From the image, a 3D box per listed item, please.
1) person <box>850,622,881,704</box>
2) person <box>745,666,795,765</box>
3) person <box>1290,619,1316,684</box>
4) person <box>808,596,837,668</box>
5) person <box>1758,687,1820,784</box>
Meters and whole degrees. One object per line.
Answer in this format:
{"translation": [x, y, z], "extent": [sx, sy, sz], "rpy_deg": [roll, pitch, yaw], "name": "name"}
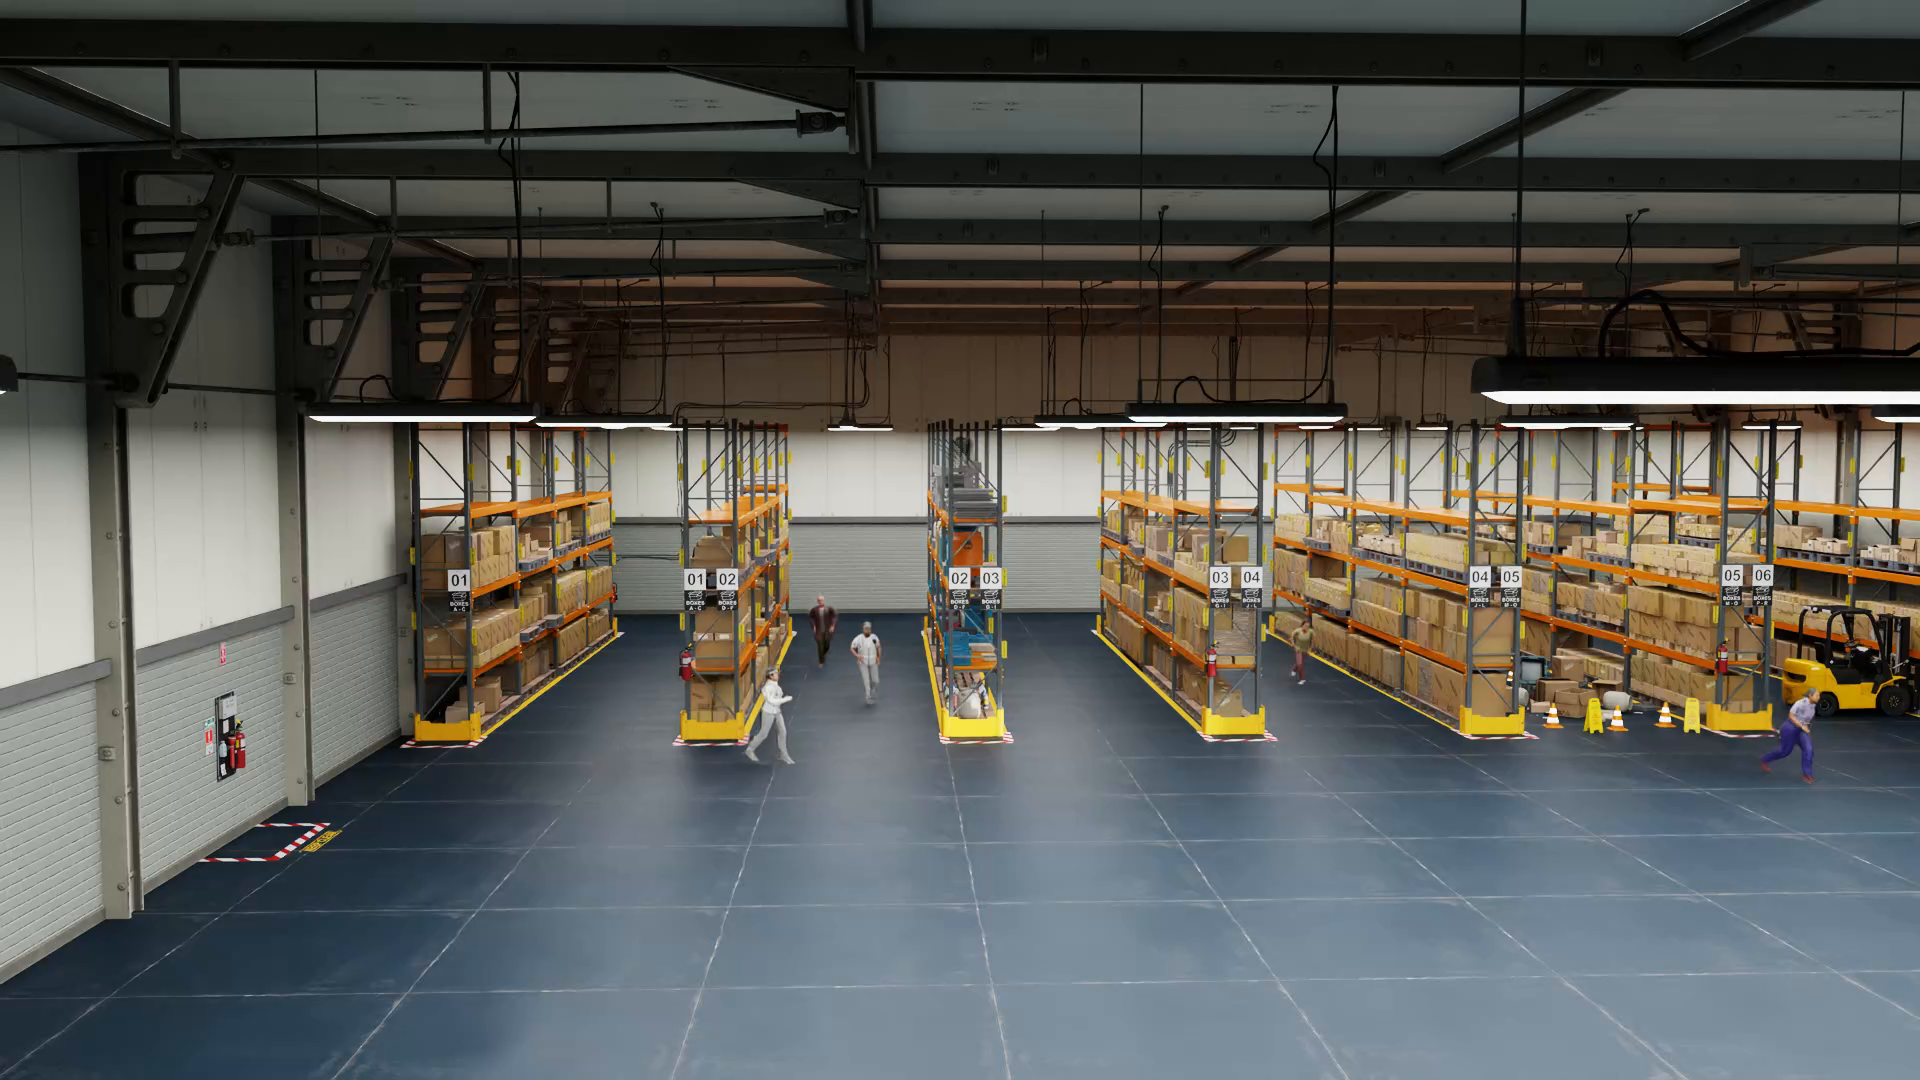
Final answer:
{"translation": [-1.984, 2.599, 35.281], "extent": [0.686, 1.754, 0.572], "rpy_deg": [-1, 4, -16], "name": "person"}
{"translation": [-3.289, 3.019, 28.718], "extent": [0.883, 1.720, 0.589], "rpy_deg": [1, 4, 14], "name": "person"}
{"translation": [7.846, 2.543, 38.216], "extent": [0.587, 1.514, 0.964], "rpy_deg": [0, 4, -4], "name": "person"}
{"translation": [-3.373, 2.253, 40.866], "extent": [0.711, 1.752, 0.718], "rpy_deg": [0, 4, -2], "name": "person"}
{"translation": [13.734, 3.199, 27.528], "extent": [0.639, 1.612, 0.973], "rpy_deg": [-3, 5, -42], "name": "person"}
